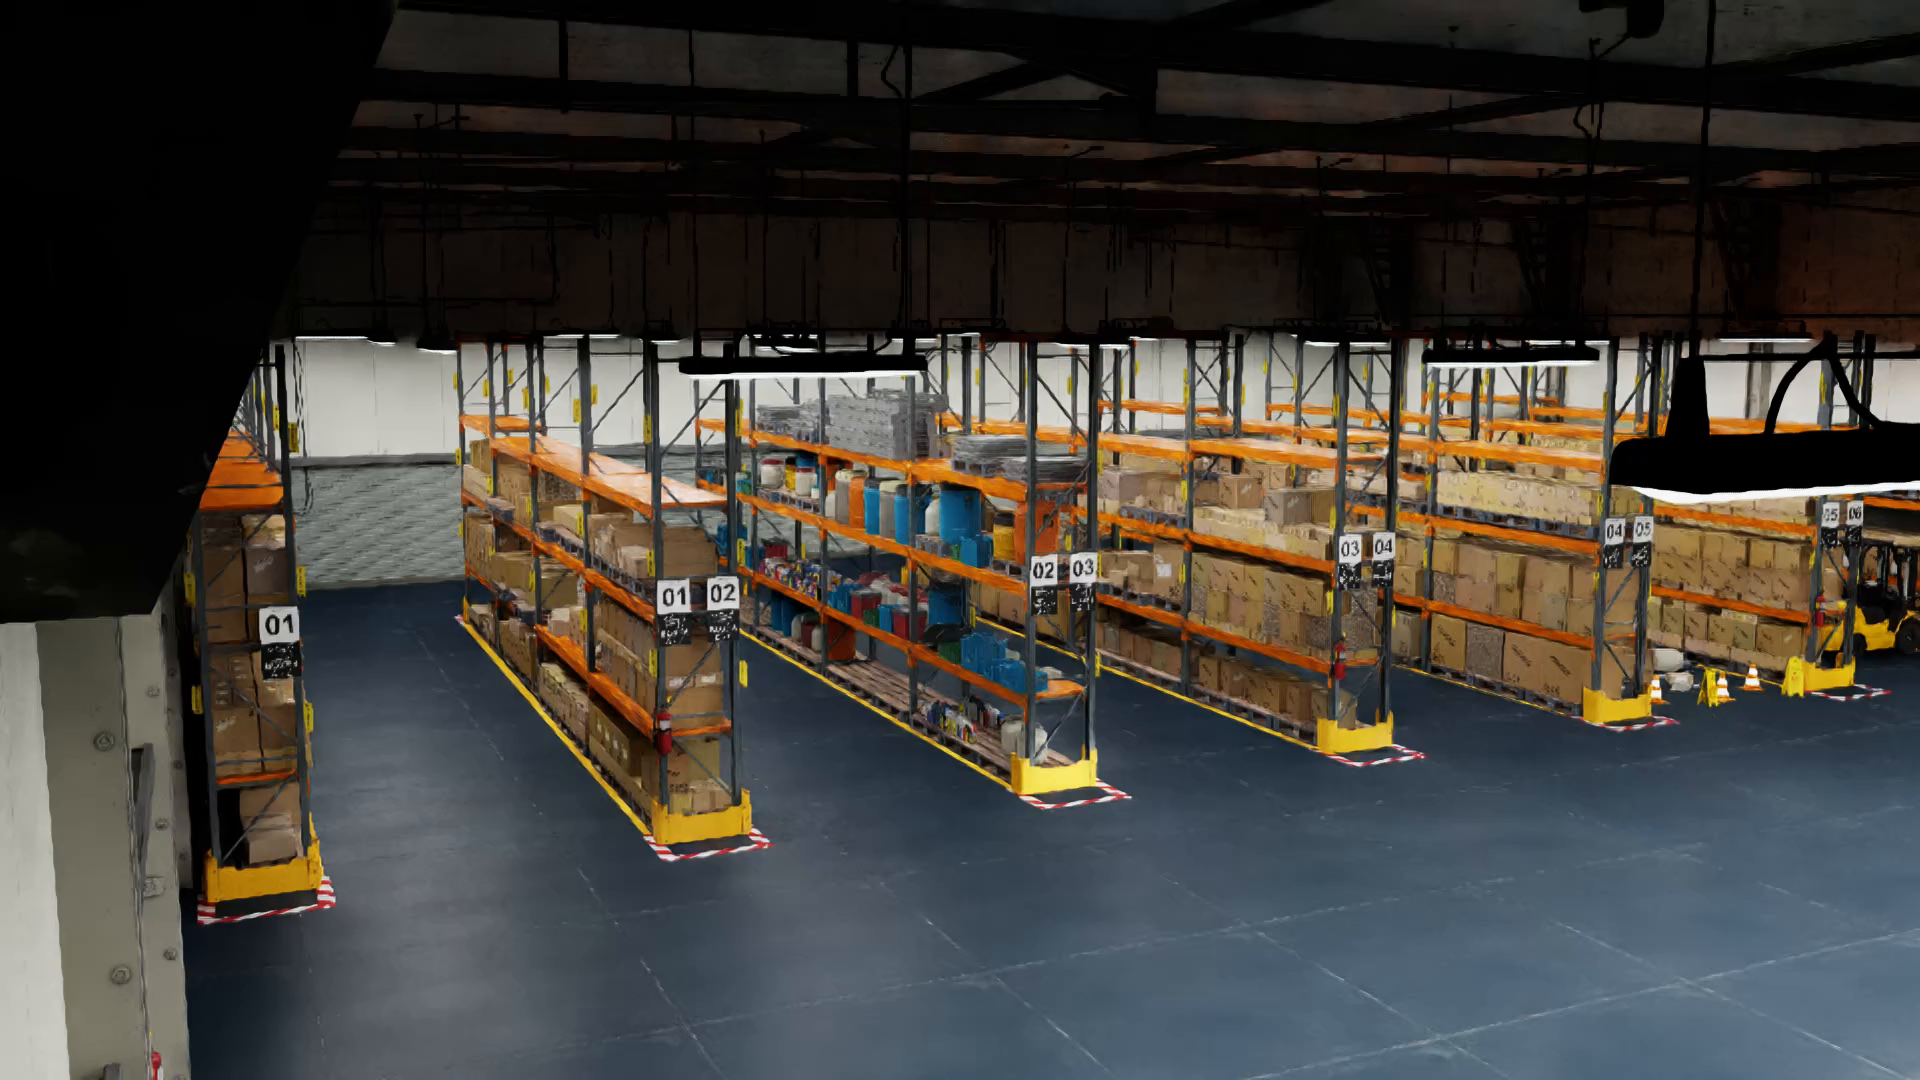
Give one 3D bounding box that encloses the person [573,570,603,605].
[{"bbox_3d":[-7.325,1.098,32.652,0.666,1.703,0.878,-3,8,-19],"label":"person"}]
